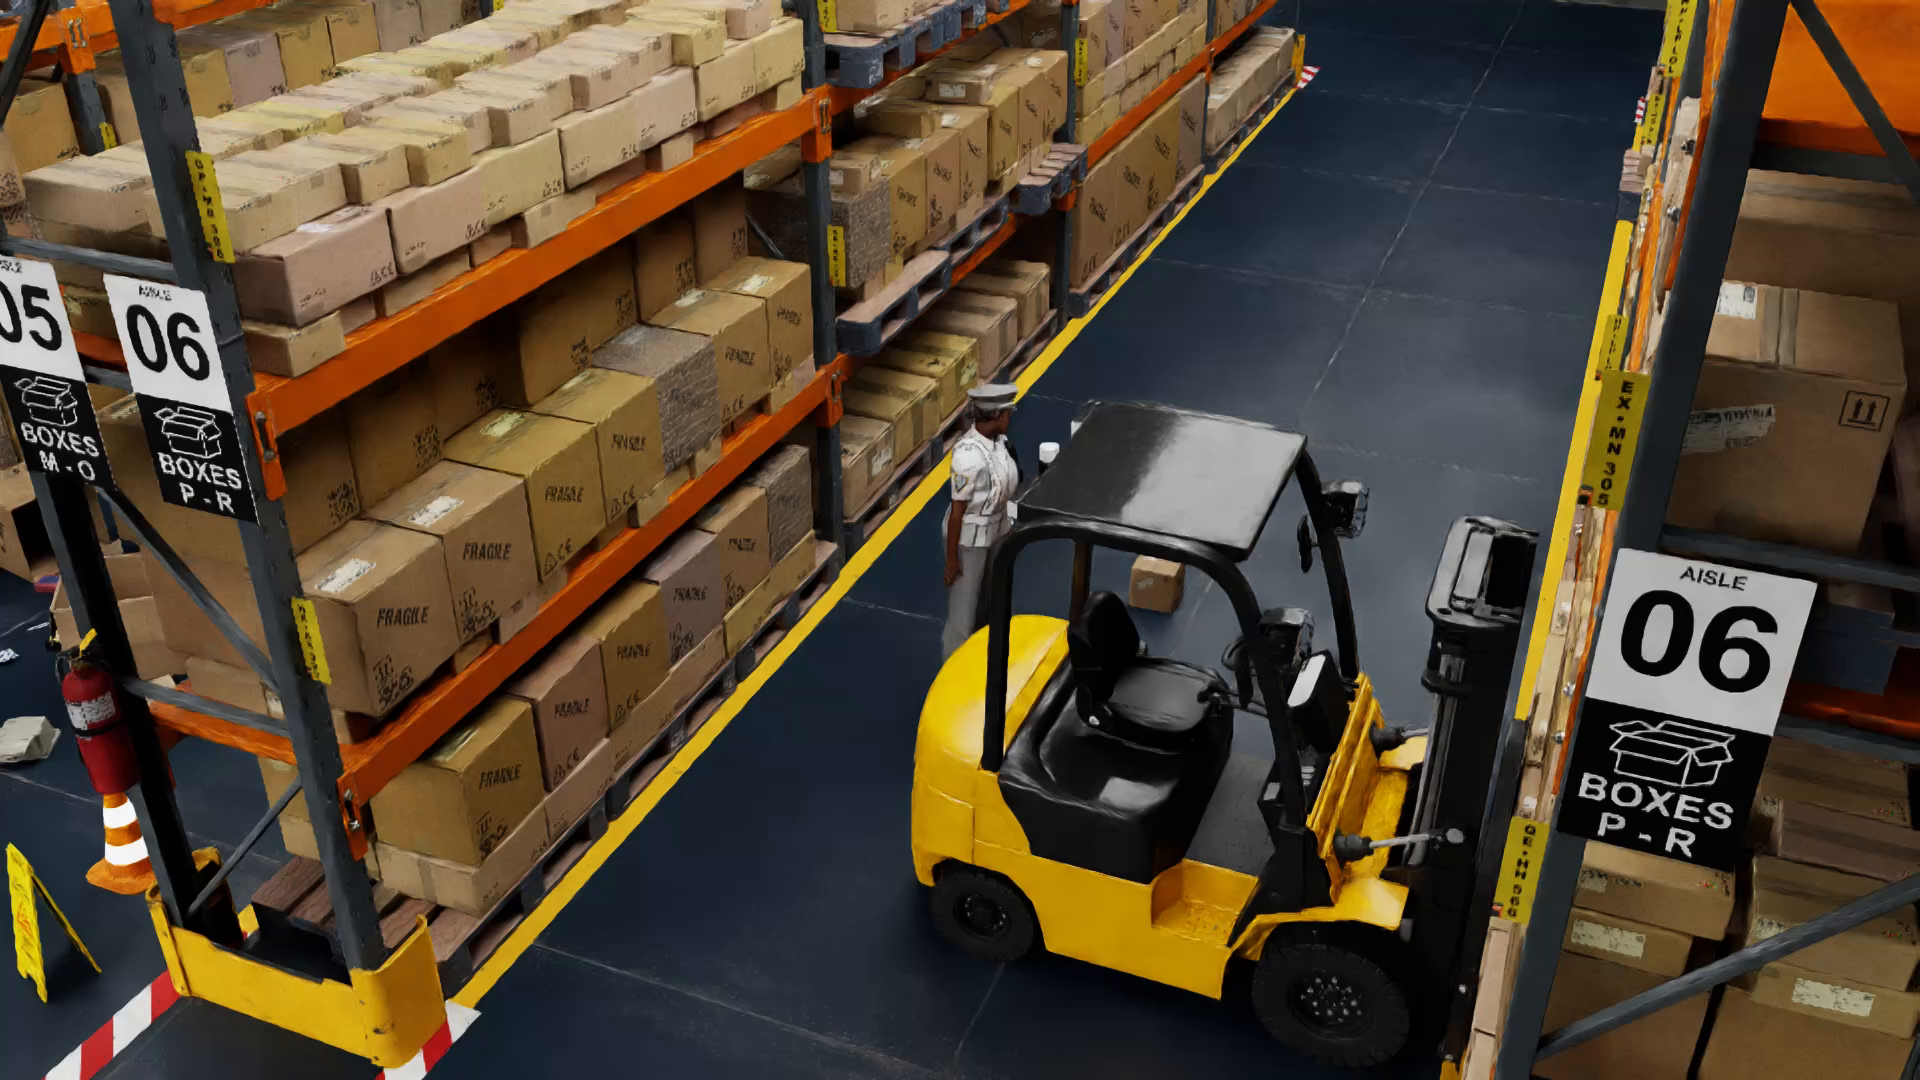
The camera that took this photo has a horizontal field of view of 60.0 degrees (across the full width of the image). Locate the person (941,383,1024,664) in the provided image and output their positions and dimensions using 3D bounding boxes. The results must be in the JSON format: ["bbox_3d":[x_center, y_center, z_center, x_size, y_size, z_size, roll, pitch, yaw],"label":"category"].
[{"bbox_3d":[0.106,0.030,8.367,0.478,1.646,0.592,20,35,31],"label":"person"}]
